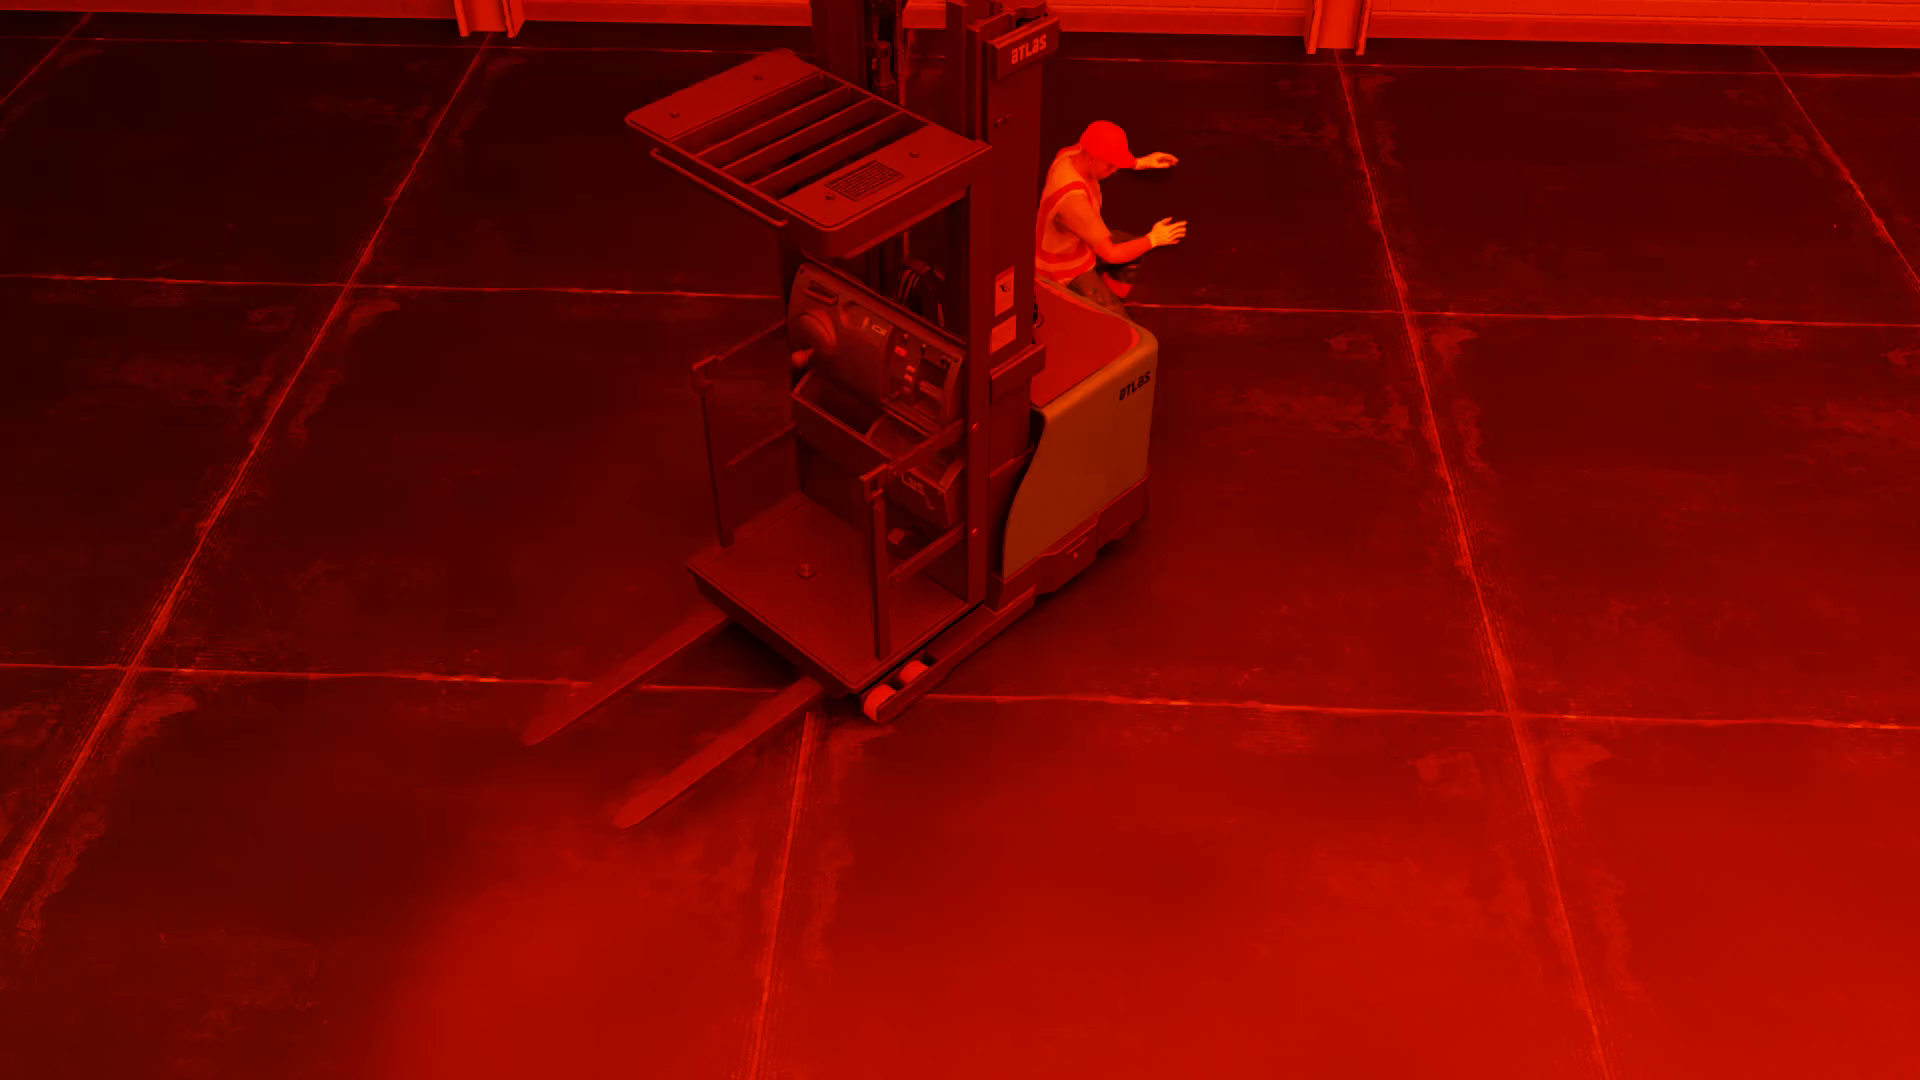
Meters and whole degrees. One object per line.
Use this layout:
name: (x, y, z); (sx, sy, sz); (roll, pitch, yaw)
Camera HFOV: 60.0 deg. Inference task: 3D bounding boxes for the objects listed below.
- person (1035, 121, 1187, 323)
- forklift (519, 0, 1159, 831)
person: (0.743, -1.424, 8.350); (0.749, 1.520, 1.025); (6, 43, 7)
forklift: (-0.492, -0.697, 6.505); (1.130, 2.935, 3.031); (33, 52, 31)
